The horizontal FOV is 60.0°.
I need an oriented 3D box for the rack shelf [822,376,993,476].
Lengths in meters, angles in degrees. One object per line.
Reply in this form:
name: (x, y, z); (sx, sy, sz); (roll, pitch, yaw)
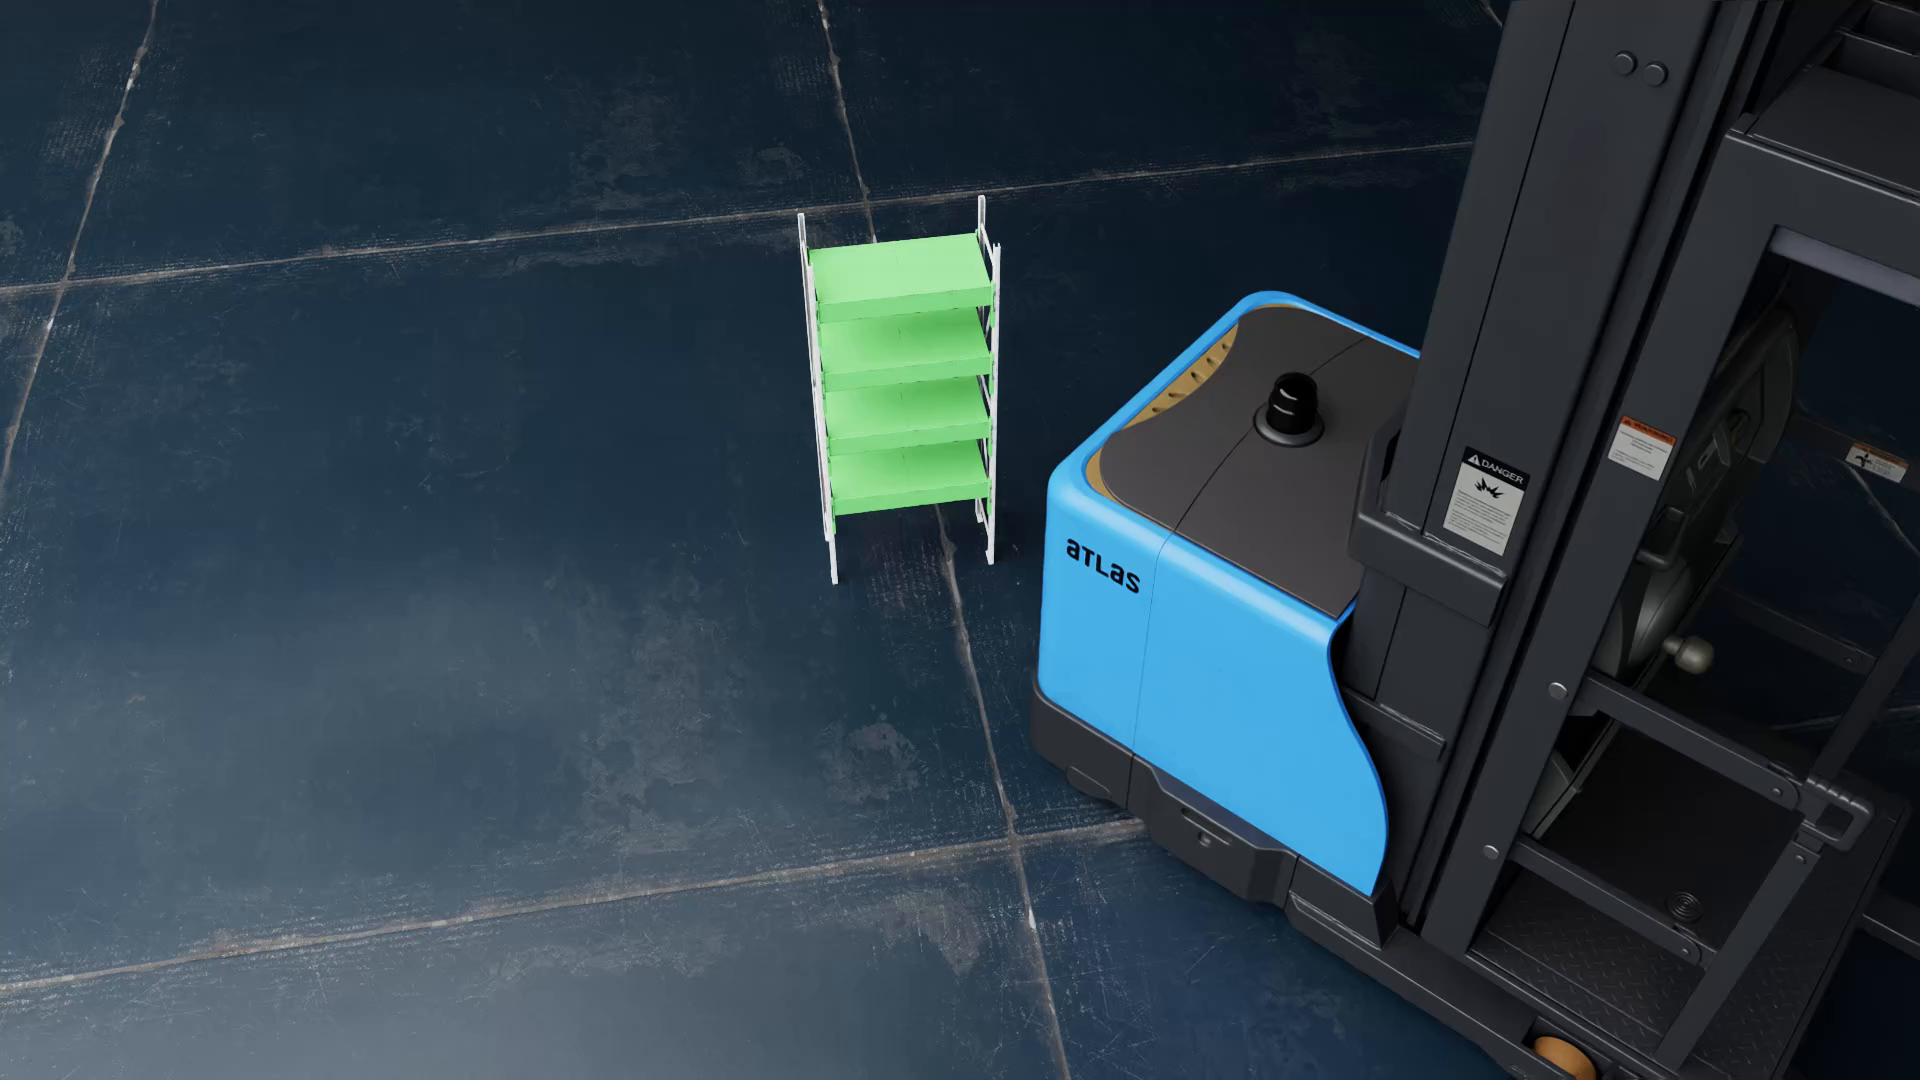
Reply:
rack shelf: (-0.163, -0.352, 4.844); (0.480, 0.148, 0.258); (-7, 46, -7)

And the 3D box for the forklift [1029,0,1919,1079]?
forklift: (1.658, -0.025, 3.239); (3.031, 2.935, 1.130); (30, 53, 26)

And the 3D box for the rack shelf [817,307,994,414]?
rack shelf: (-0.163, -0.518, 4.671); (0.480, 0.148, 0.258); (-7, 46, -7)

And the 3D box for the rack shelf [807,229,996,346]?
rack shelf: (-0.163, -0.685, 4.499); (0.480, 0.148, 0.258); (-7, 46, -7)

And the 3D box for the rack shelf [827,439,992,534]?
rack shelf: (-0.163, -0.185, 5.017); (0.480, 0.148, 0.258); (-7, 46, -7)

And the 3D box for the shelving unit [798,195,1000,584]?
shelving unit: (-0.163, -0.396, 4.798); (0.503, 1.200, 0.258); (-7, 46, -7)

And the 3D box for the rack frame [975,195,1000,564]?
rack frame: (0.077, -0.426, 4.827); (0.015, 1.200, 0.240); (-7, 46, -7)

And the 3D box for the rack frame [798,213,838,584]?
rack frame: (-0.404, -0.366, 4.769); (0.015, 1.200, 0.240); (-7, 46, -7)
